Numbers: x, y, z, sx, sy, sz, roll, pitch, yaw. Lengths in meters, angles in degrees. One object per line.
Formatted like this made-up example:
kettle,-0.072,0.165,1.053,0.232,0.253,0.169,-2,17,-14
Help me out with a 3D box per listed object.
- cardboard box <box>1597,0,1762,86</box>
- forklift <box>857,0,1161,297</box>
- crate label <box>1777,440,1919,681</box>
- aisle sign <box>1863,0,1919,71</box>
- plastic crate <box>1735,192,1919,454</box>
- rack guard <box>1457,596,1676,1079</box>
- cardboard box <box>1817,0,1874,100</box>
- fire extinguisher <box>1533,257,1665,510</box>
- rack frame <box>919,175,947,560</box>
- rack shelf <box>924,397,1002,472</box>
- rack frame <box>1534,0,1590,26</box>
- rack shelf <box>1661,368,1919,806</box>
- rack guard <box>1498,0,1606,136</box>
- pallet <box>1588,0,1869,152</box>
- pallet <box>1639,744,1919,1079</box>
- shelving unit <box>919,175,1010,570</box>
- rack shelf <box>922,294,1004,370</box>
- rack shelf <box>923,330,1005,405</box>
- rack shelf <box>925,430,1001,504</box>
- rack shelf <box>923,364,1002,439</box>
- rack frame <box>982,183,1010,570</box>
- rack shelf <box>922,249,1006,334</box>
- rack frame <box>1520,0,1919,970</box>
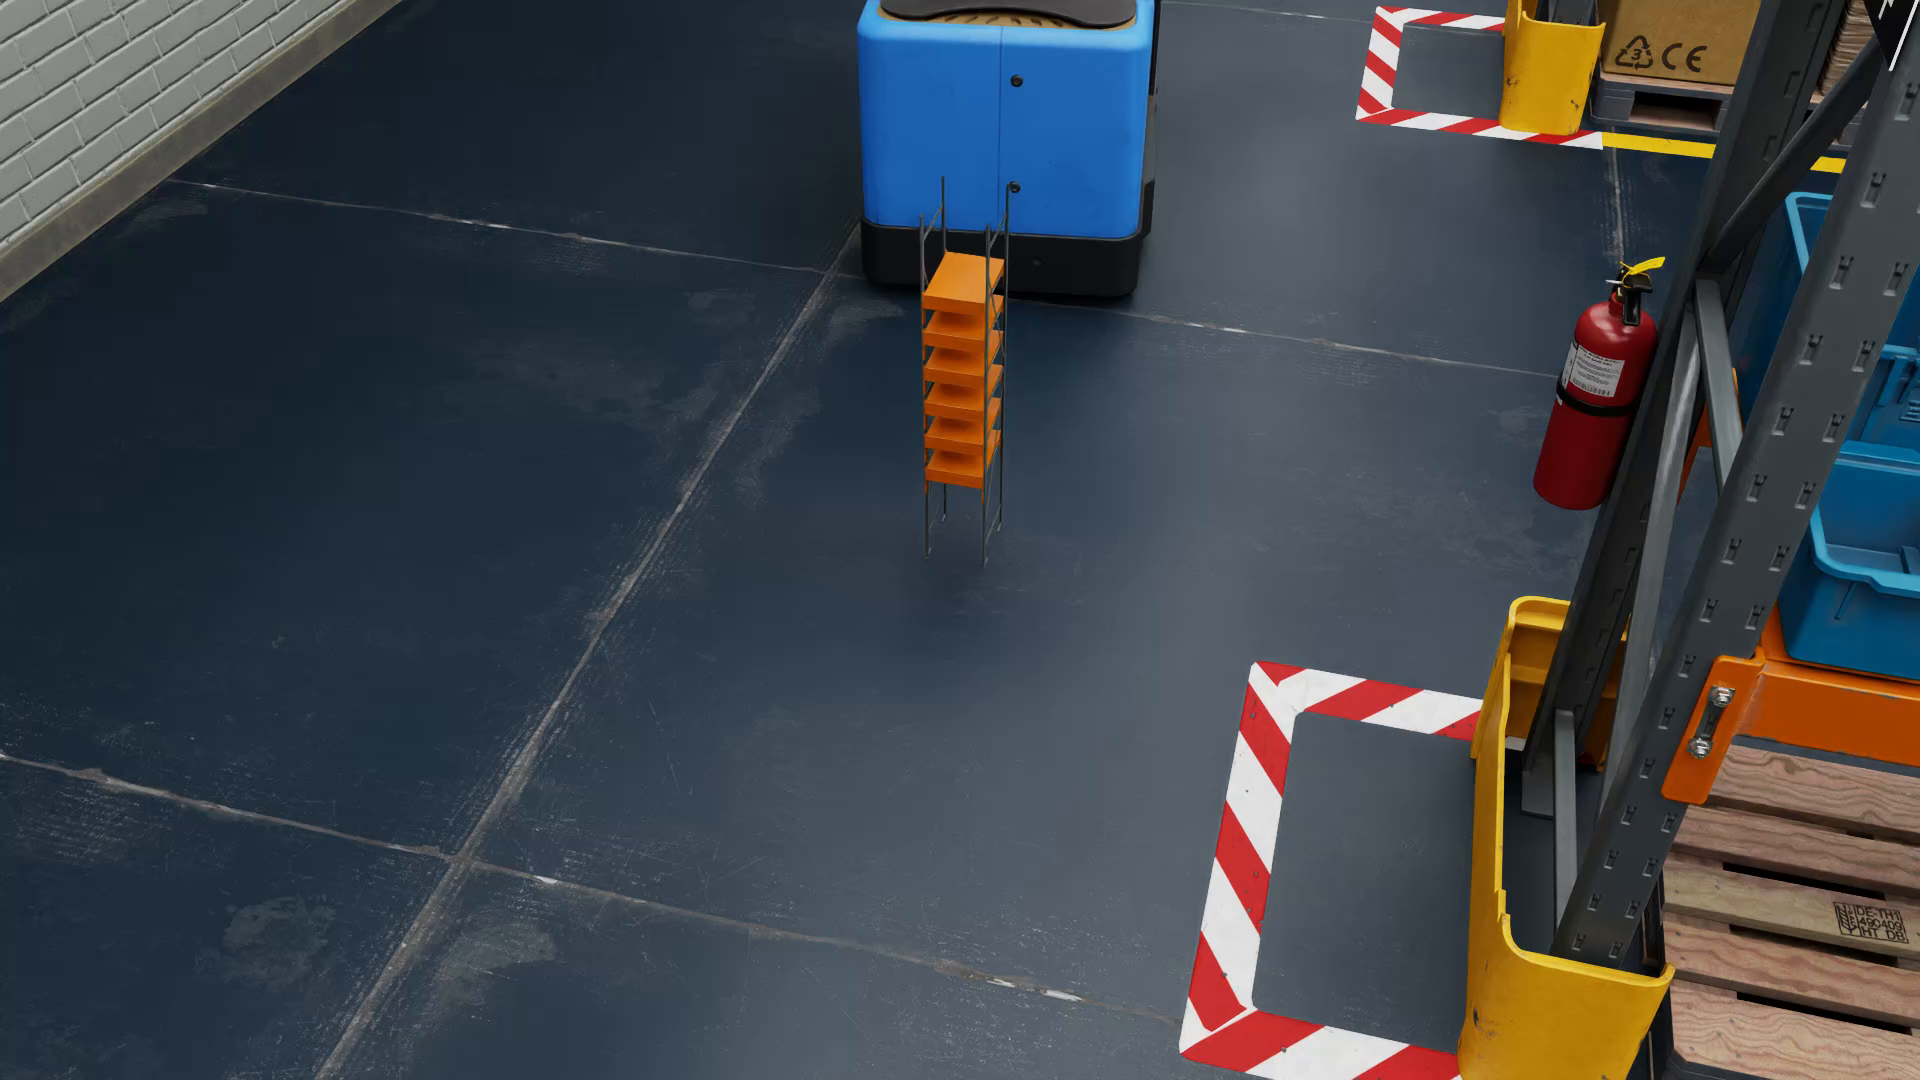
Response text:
cardboard box,3.388,-2.610,7.351,0.875,0.875,0.875,10,41,11
forklift,0.310,-2.975,6.513,1.130,2.935,3.031,4,40,5
crate label,1.622,0.044,2.949,0.303,0.233,0.416,10,41,11
aisle sign,1.323,-1.066,2.165,0.004,0.787,0.394,10,41,11
plastic crate,1.841,-0.340,3.248,0.499,0.435,0.616,10,41,11
rack guard,1.442,0.719,4.006,0.348,0.500,1.175,10,41,11
cardboard box,4.267,-2.459,7.171,0.875,0.875,0.875,10,41,11
fire extinguisher,1.441,-0.378,3.717,0.183,0.674,0.296,10,41,11
rack frame,-0.074,-0.472,4.879,0.006,1.200,0.240,10,41,11
rack shelf,0.014,-0.331,4.967,0.180,0.103,0.258,10,41,11
rack frame,2.749,-3.320,6.870,0.127,3.000,1.000,10,41,11
rack shelf,3.401,0.365,3.042,4.000,0.370,1.077,10,41,11
rack guard,2.726,-2.367,7.679,0.348,0.500,1.175,10,41,11
pallet,3.542,-2.168,7.667,1.213,0.211,1.003,10,41,11
pallet,2.256,0.986,3.911,1.213,0.211,1.003,10,41,11
shelving unit,0.014,-0.457,4.861,0.189,1.200,0.258,10,41,11
rack shelf,0.014,-0.607,4.735,0.180,0.103,0.258,10,41,11
rack shelf,0.014,-0.515,4.813,0.180,0.103,0.258,10,41,11
rack shelf,0.014,-0.239,5.044,0.180,0.103,0.258,10,41,11
rack shelf,0.014,-0.423,4.890,0.180,0.103,0.258,10,41,11
rack frame,0.102,-0.442,4.843,0.006,1.200,0.240,10,41,11
rack shelf,0.014,-0.699,4.658,0.180,0.103,0.258,10,41,11
rack frame,1.469,-0.243,3.207,0.127,3.000,1.000,10,41,11
